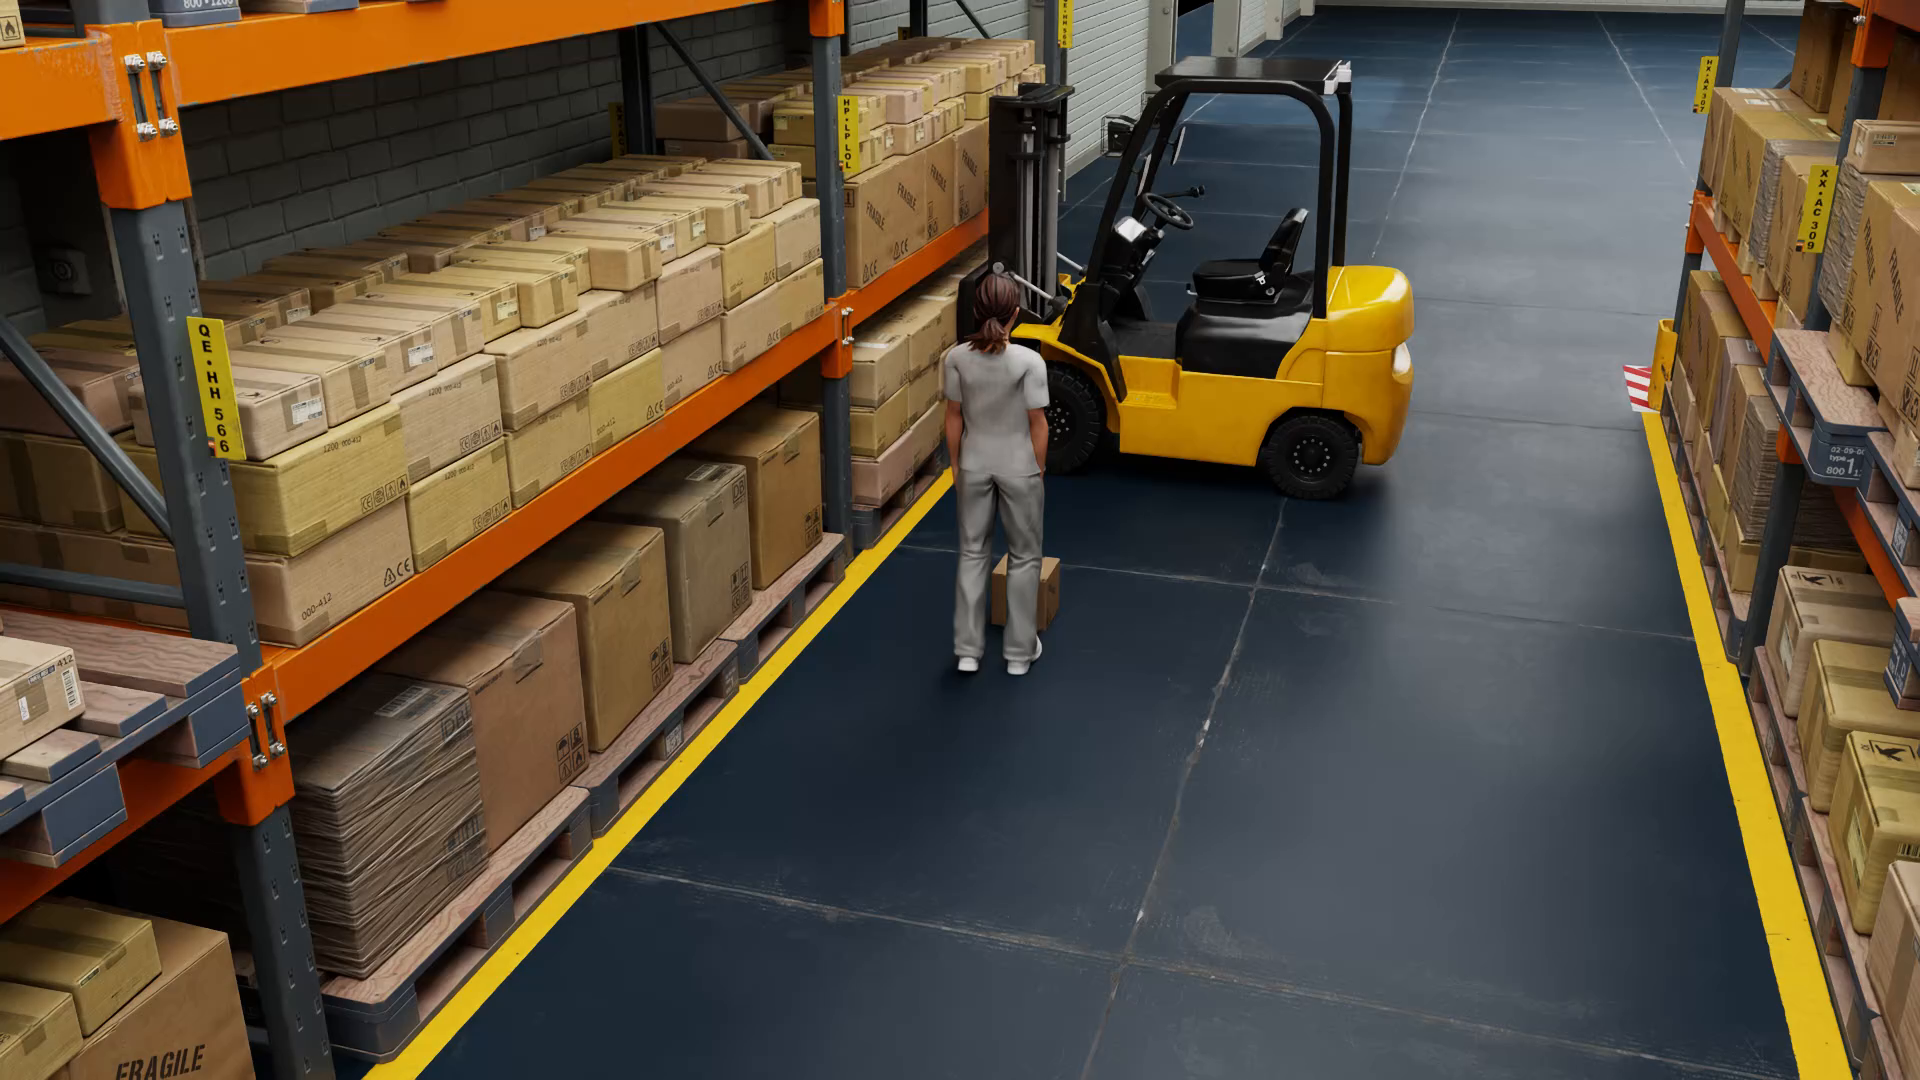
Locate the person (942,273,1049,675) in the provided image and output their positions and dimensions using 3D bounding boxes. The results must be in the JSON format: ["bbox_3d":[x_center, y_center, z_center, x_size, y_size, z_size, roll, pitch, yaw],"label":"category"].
[{"bbox_3d":[0.150,-0.247,6.742,0.436,1.690,0.377,7,23,17],"label":"person"}]
